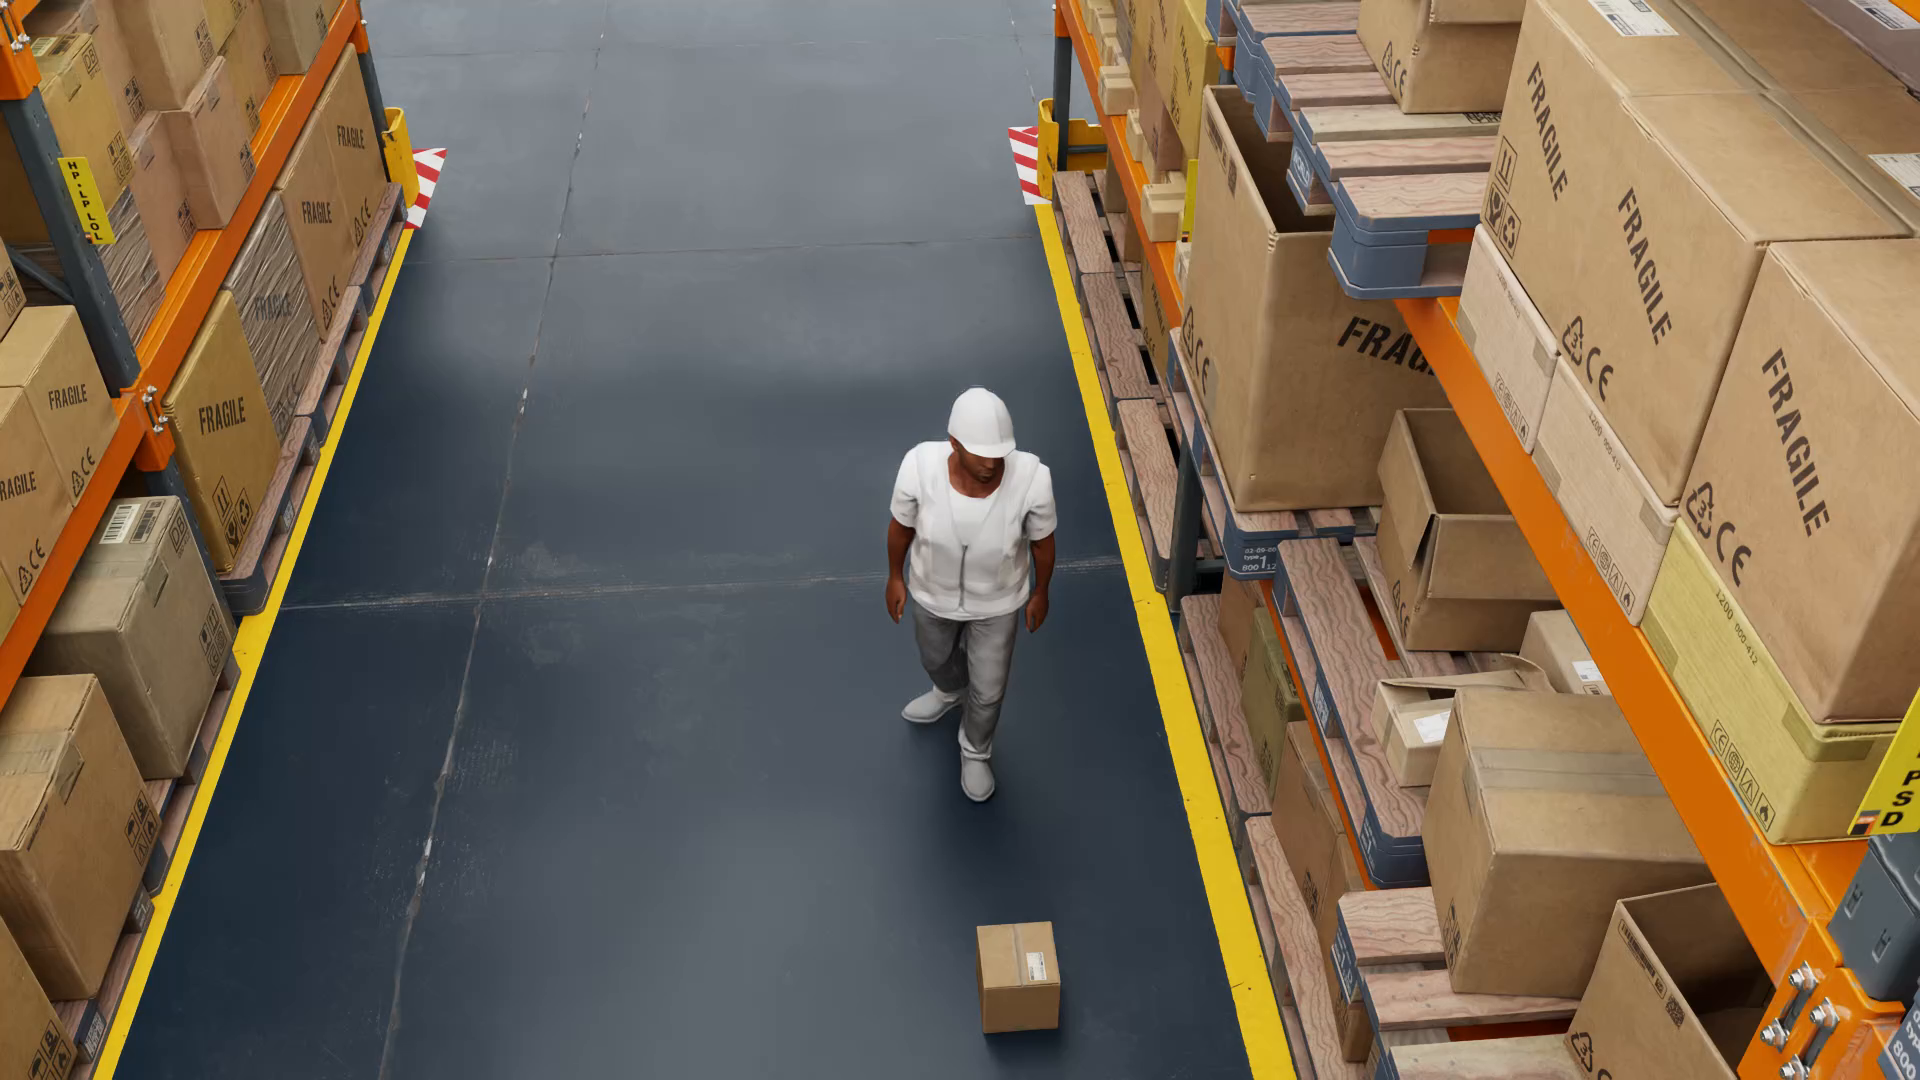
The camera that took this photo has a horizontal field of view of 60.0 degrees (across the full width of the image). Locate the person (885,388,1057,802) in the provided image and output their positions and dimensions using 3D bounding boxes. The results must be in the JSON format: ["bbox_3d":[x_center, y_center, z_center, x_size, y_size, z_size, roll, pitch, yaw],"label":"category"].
[{"bbox_3d":[0.038,0.140,5.964,0.603,1.754,0.571,6,39,8],"label":"person"}]
